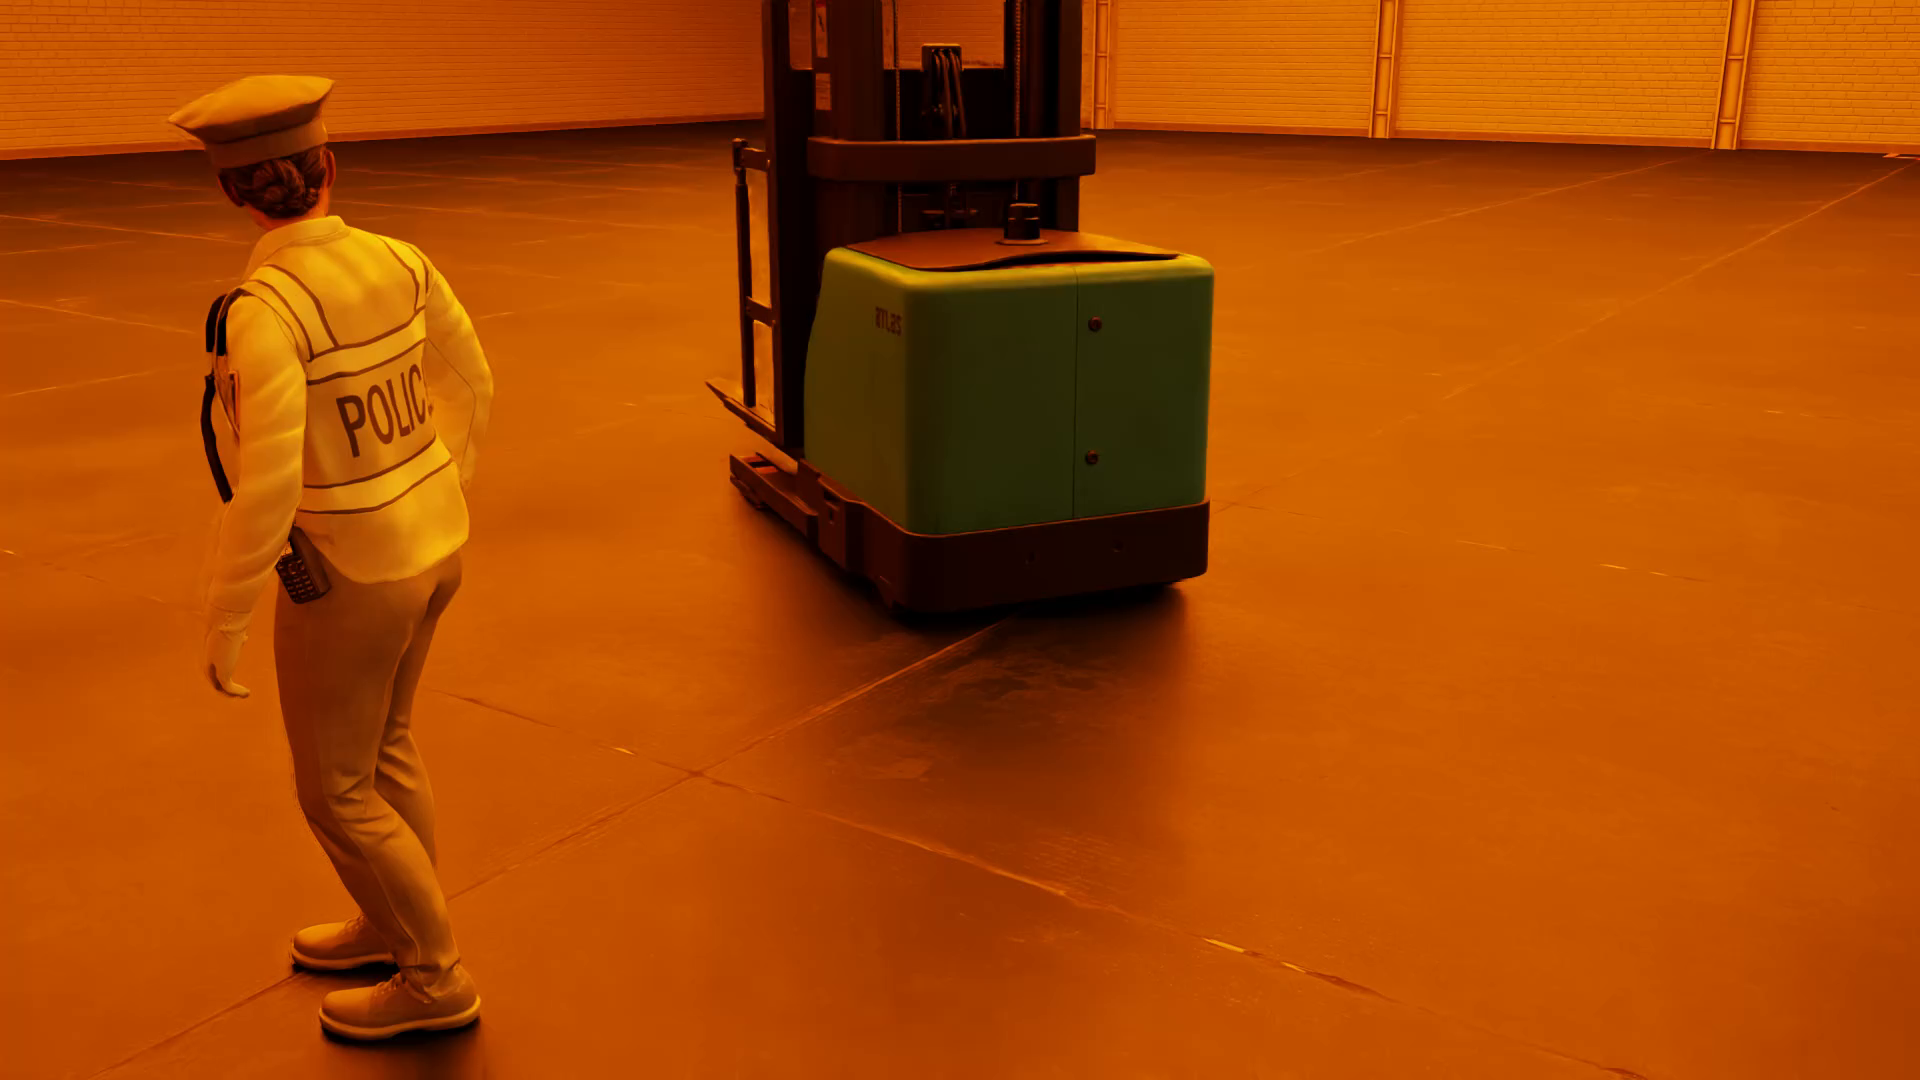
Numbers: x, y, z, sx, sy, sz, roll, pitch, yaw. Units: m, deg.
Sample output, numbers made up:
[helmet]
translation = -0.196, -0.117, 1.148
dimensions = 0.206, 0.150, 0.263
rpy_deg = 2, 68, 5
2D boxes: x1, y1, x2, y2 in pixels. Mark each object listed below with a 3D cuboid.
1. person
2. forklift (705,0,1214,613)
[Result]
[person]
translation = -1.090, 0.065, 2.847
dimensions = 0.459, 1.658, 0.687
rpy_deg = 3, 17, 9
[forklift]
translation = -0.253, -1.564, 6.064
dimensions = 1.130, 2.935, 3.031
rpy_deg = -7, 18, -22
